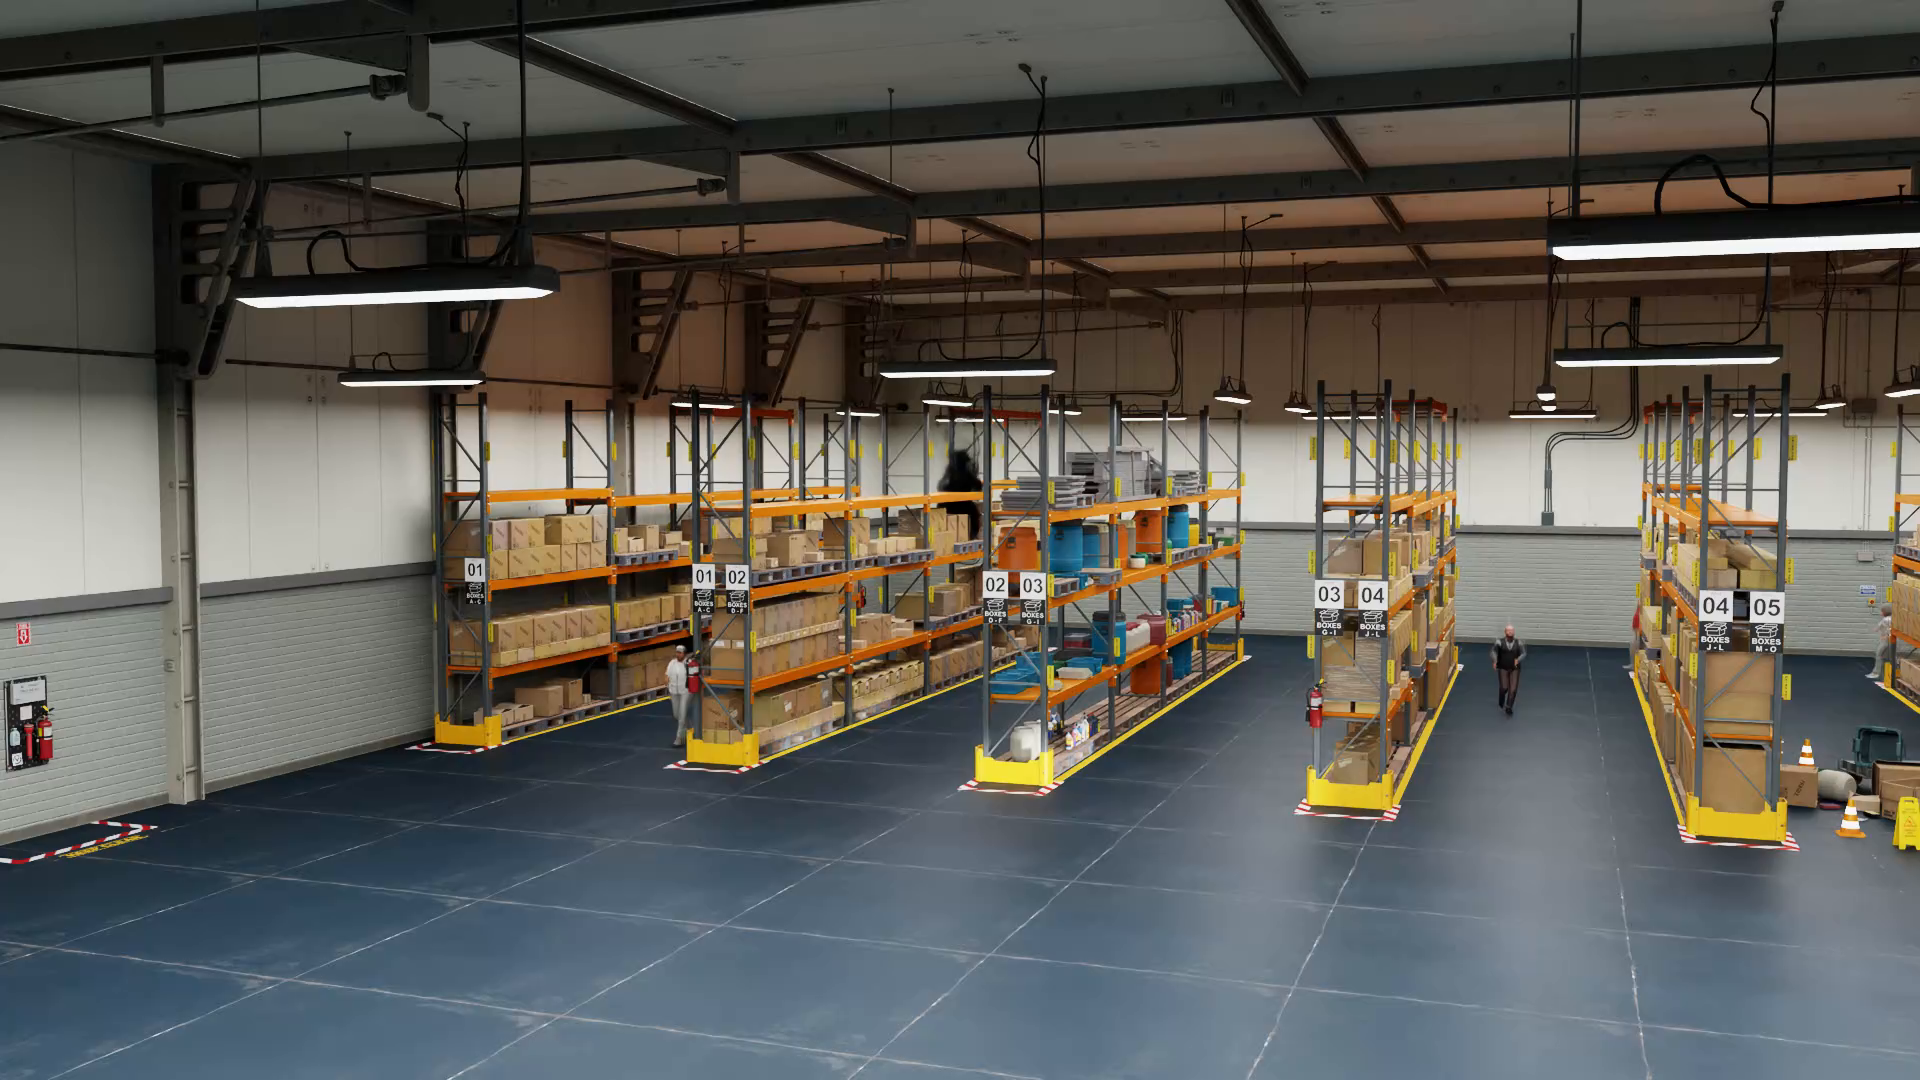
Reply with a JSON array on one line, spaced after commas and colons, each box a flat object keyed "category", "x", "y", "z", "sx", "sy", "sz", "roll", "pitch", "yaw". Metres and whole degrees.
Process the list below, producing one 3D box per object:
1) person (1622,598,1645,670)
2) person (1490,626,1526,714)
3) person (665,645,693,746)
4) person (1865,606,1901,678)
[{"category": "person", "x": 15.590, "y": 2.142, "z": 37.943, "sx": 0.802, "sy": 1.691, "sz": 0.740, "roll": 1, "pitch": 3, "yaw": 14}, {"category": "person", "x": 10.460, "y": 2.475, "z": 31.698, "sx": 0.652, "sy": 1.679, "sz": 0.569, "roll": 1, "pitch": 3, "yaw": 12}, {"category": "person", "x": -4.790, "y": 2.641, "z": 28.598, "sx": 0.609, "sy": 1.667, "sz": 0.911, "roll": 1, "pitch": 3, "yaw": 12}, {"category": "person", "x": 20.331, "y": 2.245, "z": 36.480, "sx": 0.798, "sy": 1.590, "sz": 0.554, "roll": 2, "pitch": 4, "yaw": 33}]
